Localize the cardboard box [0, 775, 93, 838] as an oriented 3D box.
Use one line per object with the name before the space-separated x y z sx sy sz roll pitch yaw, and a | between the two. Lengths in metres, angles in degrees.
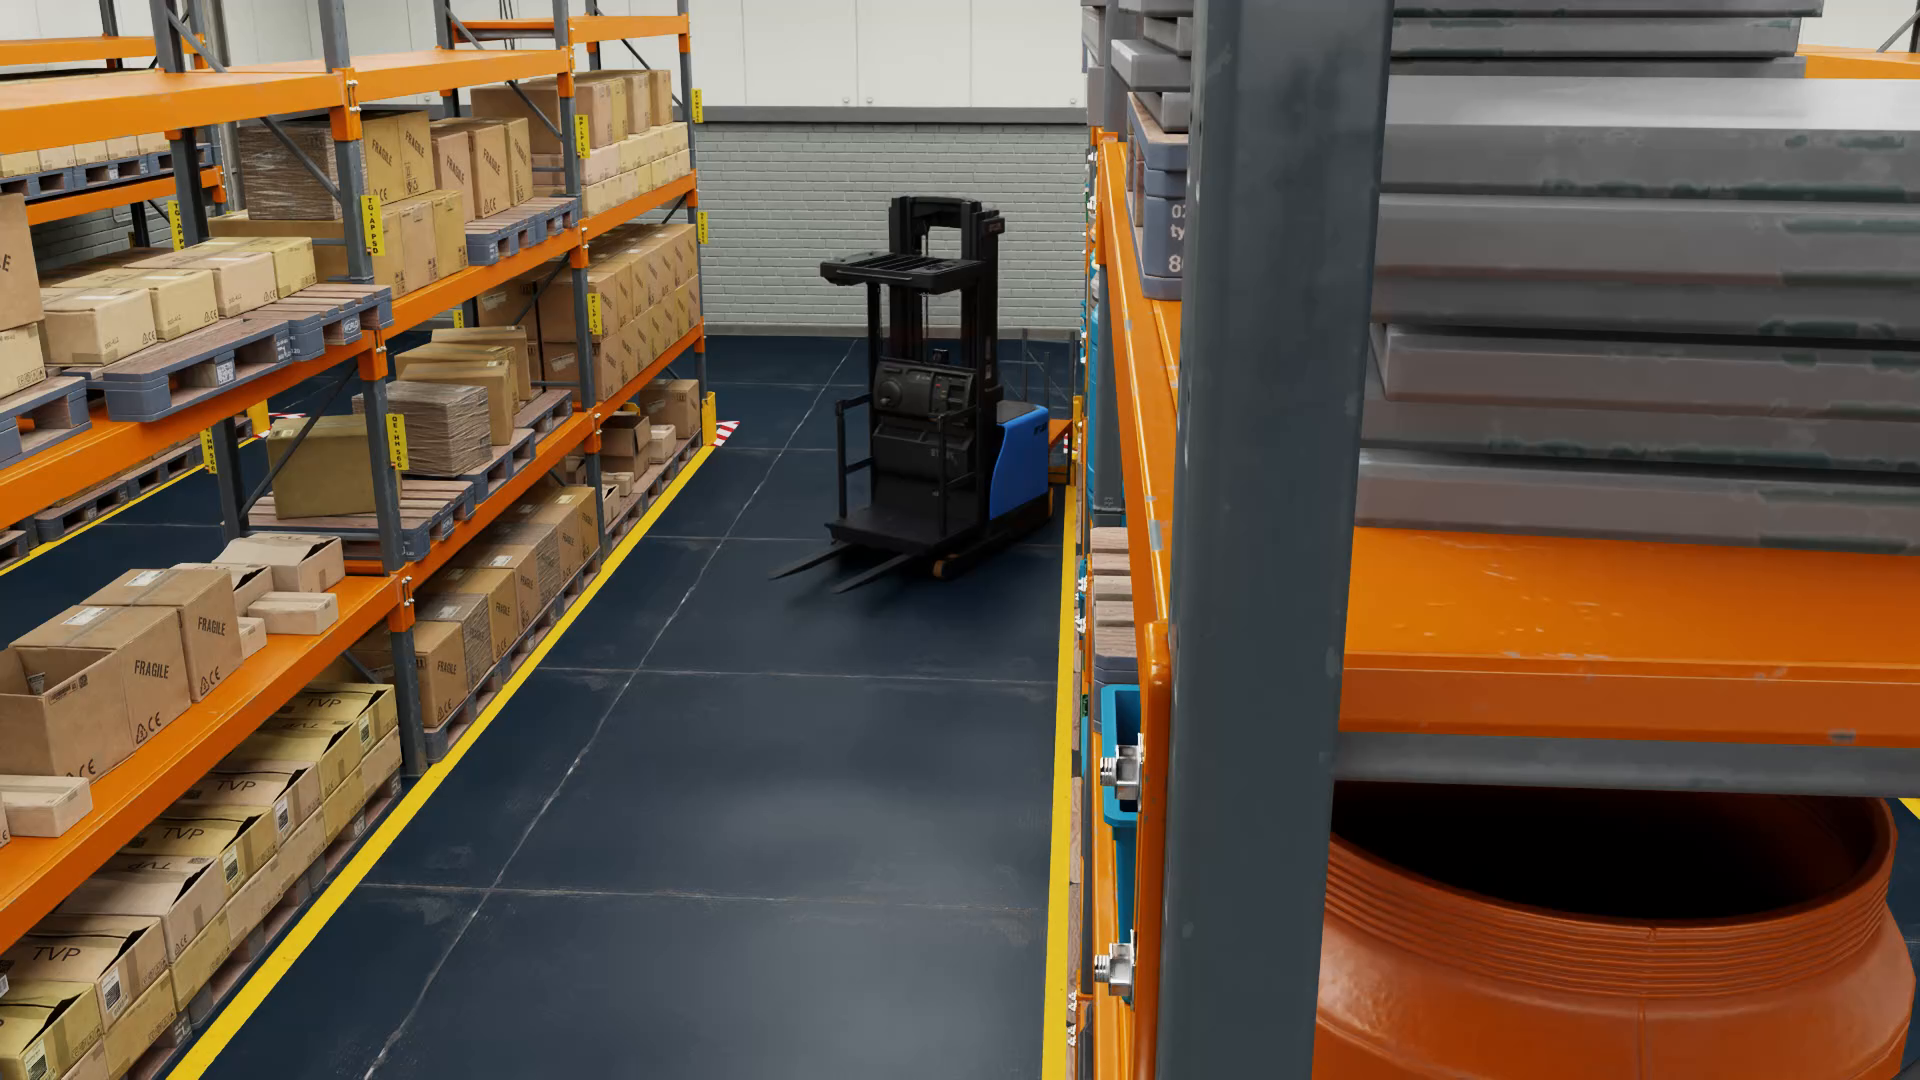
cardboard box | -3.767 1.075 6.728 0.380 0.149 0.250 1 18 4

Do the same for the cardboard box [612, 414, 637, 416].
cardboard box | -3.532 -1.085 16.627 0.500 0.250 0.500 1 18 4

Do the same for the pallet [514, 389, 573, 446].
pallet | -3.627 -0.921 12.726 1.003 0.211 1.213 1 18 4

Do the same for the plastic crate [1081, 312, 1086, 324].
plastic crate | 1.373 -2.064 16.078 0.416 0.233 0.300 1 18 4

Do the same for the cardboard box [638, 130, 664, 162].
cardboard box | -3.031 -3.617 15.264 0.500 0.250 0.500 1 18 4

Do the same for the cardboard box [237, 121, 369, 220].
cardboard box | -3.710 -2.099 9.429 0.500 0.500 0.500 1 18 4

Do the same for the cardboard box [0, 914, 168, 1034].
cardboard box | -3.715 1.789 6.988 0.500 0.311 0.500 1 18 3

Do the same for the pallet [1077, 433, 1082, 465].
pallet | 1.669 -0.809 16.552 1.003 0.211 1.213 1 18 4

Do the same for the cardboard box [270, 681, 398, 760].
cardboard box | -3.539 0.993 9.417 0.500 0.311 0.500 2 18 5

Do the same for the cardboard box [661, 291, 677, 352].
cardboard box | -3.009 -2.087 15.814 0.500 0.500 0.500 1 18 4

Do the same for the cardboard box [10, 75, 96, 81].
cardboard box | -8.010 -3.854 14.751 0.500 0.500 0.500 1 18 4

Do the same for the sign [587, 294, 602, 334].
sign | -2.907 -1.797 13.231 0.100 0.325 0.005 1 18 4

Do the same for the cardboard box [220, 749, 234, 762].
cardboard box | -4.107 1.144 8.955 0.500 0.311 0.500 1 18 3

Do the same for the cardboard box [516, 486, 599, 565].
cardboard box | -3.210 -0.120 13.279 0.500 0.500 0.500 1 18 4

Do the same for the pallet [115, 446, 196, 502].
pallet | -8.184 -0.657 16.089 1.003 0.211 1.213 1 18 4

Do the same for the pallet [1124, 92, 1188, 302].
pallet | 0.790 -0.596 2.737 1.003 0.211 1.213 1 18 4

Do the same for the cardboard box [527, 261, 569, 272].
cardboard box | -3.648 -2.103 14.257 0.500 0.500 0.500 1 18 3

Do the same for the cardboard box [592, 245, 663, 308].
cardboard box | -3.036 -2.401 15.168 0.500 0.500 0.500 2 18 6

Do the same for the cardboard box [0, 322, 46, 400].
cardboard box | -3.944 -0.689 6.458 0.500 0.250 0.500 0 18 -1

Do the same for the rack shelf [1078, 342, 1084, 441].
rack shelf | 1.623 -1.426 15.113 1.077 0.370 4.000 1 18 4

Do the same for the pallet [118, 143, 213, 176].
pallet | -8.158 -3.763 16.414 1.003 0.211 1.213 1 18 4

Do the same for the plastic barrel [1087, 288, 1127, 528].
plastic barrel | 0.726 -0.488 5.474 0.600 0.901 0.708 1 18 4

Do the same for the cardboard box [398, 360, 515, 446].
cardboard box | -3.526 -0.955 11.686 0.700 0.500 0.500 -3 18 -10

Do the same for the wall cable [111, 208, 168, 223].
wall cable | -8.967 -3.512 18.691 0.084 1.984 1.851 1 18 4

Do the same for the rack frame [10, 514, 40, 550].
rack frame | -8.402 -1.368 13.780 1.000 3.000 0.127 1 18 4

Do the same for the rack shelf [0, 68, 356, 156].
rack shelf | -3.891 -1.714 6.999 1.077 0.370 4.000 1 18 4

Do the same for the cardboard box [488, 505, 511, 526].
cardboard box | -3.765 0.031 12.818 0.500 0.500 0.500 2 18 5

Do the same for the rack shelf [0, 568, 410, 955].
rack shelf | -3.891 0.947 7.871 1.077 0.370 4.000 1 18 4

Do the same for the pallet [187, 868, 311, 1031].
pallet | -3.935 1.942 8.158 1.003 0.211 1.213 1 18 4

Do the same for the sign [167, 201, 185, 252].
sign | -4.288 -1.700 9.146 0.100 0.325 0.005 1 18 4

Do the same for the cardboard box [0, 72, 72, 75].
cardboard box | -8.489 -4.026 15.276 0.500 0.500 0.500 1 18 4

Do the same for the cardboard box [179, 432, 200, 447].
cardboard box | -8.101 -1.247 16.751 0.700 0.500 0.500 1 18 4

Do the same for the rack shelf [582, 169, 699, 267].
rack shelf | -3.317 -2.963 14.987 1.077 0.370 4.000 1 18 4

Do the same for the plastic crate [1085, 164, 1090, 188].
plastic crate | 1.300 -3.077 14.368 0.437 0.282 0.530 1 18 4

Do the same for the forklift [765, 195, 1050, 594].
forklift | -0.414 -1.232 13.475 1.130 2.935 3.031 11 21 30

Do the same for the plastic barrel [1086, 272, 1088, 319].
plastic barrel | 0.865 -1.293 8.556 0.421 0.512 0.421 0 18 0

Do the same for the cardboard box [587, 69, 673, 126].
cardboard box | -3.194 -4.289 16.111 0.700 0.500 0.500 1 18 4

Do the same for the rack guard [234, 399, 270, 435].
rack guard | -8.113 -1.430 17.983 1.175 0.500 0.348 1 18 4

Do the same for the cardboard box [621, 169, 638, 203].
cardboard box | -3.102 -3.068 14.394 0.500 0.250 0.500 1 18 4

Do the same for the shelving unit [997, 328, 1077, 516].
shelving unit | 0.692 -1.115 15.418 0.587 1.500 1.083 5 19 16

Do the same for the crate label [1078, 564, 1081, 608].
crate label | 0.789 0.298 8.966 0.303 0.233 0.416 1 18 4

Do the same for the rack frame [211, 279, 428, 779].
rack frame | -3.747 -0.016 9.655 1.000 3.000 0.127 1 18 4

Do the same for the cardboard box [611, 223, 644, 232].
cardboard box | -3.469 -2.891 16.663 0.500 0.500 0.500 2 18 6

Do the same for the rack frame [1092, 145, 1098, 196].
rack frame | 1.193 -2.755 8.380 1.000 3.000 0.127 1 18 4

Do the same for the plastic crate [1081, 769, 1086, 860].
plastic crate | 0.636 1.150 5.992 0.402 0.464 0.583 1 18 4

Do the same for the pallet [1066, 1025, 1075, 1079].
pallet | 0.924 2.418 6.703 1.003 0.211 1.213 1 18 4

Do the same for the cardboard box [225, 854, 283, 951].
cardboard box | -3.648 1.736 8.049 0.500 0.250 0.500 2 18 5

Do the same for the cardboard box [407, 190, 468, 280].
cardboard box | -3.676 -1.945 10.564 0.910 0.500 0.500 1 18 4

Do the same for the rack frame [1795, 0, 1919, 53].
rack frame | 6.420 -3.887 11.833 1.000 3.000 0.127 1 18 4

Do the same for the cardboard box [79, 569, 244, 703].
cardboard box | -3.851 0.458 8.048 0.500 0.500 0.500 0 18 1

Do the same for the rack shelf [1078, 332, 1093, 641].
rack shelf | 1.050 -0.367 7.063 1.077 0.370 4.000 1 18 4

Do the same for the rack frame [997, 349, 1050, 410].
rack frame | 0.546 -0.961 14.946 0.500 1.500 0.032 5 19 16

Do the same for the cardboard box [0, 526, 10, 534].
cardboard box | -8.319 -0.341 13.424 0.750 0.750 0.750 1 18 5

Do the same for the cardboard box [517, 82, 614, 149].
cardboard box | -3.286 -3.510 13.735 0.700 0.500 0.500 1 18 4

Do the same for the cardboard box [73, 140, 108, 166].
cardboard box | -8.009 -3.495 14.861 0.500 0.250 0.500 1 18 2

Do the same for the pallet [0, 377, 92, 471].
pallet | -3.984 -0.382 6.263 0.805 0.209 1.217 1 18 2

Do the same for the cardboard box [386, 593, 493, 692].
cardboard box | -3.398 0.665 10.884 0.500 0.500 0.500 1 18 2
